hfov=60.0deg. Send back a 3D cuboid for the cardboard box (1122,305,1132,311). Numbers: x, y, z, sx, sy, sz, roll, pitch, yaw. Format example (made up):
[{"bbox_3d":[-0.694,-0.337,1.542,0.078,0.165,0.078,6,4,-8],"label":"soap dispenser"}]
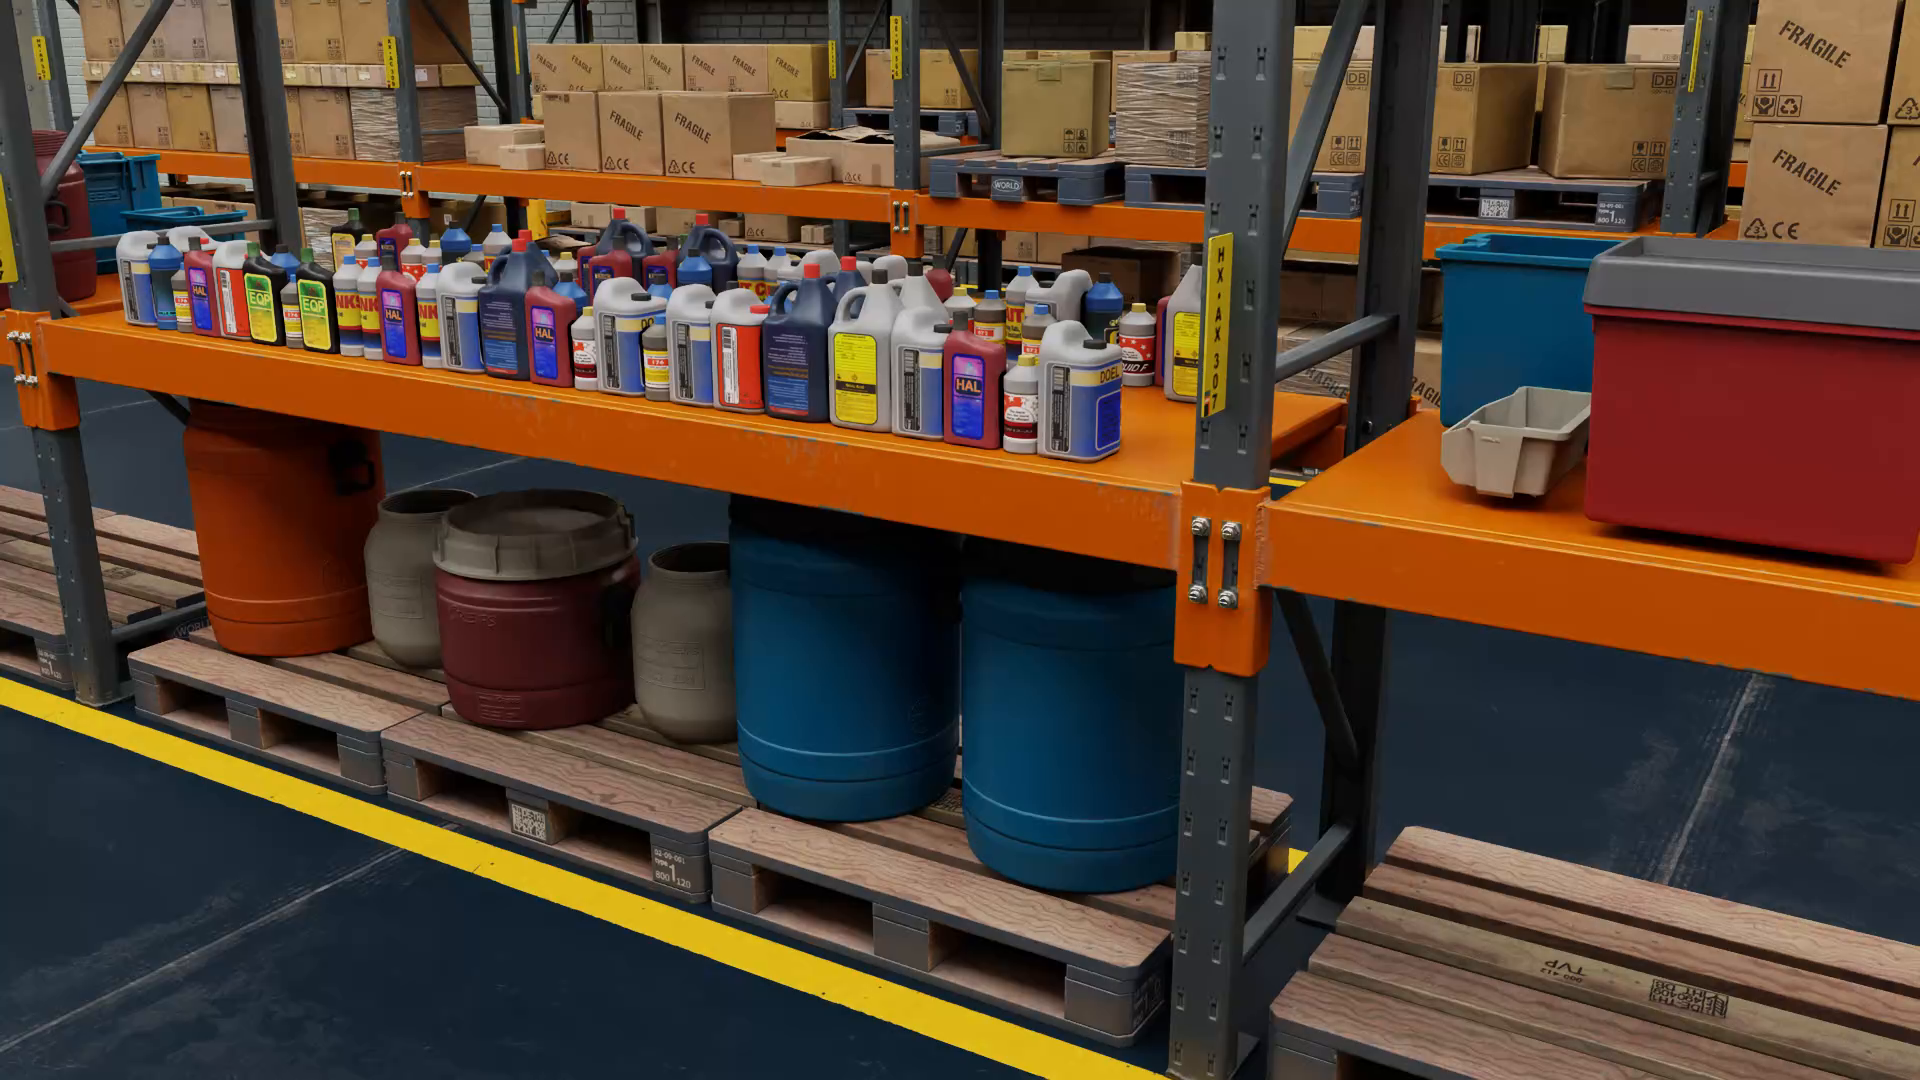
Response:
[{"bbox_3d":[0.632,-1.024,9.136,0.500,0.500,0.500,9,19,28],"label":"cardboard box"}]

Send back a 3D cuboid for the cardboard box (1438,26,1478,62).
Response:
[{"bbox_3d":[3.673,-3.725,12.474,0.500,0.250,0.500,10,20,30],"label":"cardboard box"}]

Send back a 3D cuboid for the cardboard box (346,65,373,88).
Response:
[{"bbox_3d":[-4.017,-3.221,11.537,0.250,0.149,0.380,10,19,29],"label":"cardboard box"}]

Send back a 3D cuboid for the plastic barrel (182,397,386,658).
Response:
[{"bbox_3d":[-2.225,-0.094,5.542,0.708,0.830,0.600,10,20,30],"label":"plastic barrel"}]

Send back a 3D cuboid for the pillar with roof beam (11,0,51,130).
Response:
[{"bbox_3d":[-15.712,-8.410,19.584,0.400,9.000,9.100,10,20,30],"label":"pillar with roof beam"}]

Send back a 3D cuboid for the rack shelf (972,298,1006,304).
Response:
[{"bbox_3d":[0.141,-0.925,7.010,0.480,0.148,0.258,10,20,30],"label":"rack shelf"}]

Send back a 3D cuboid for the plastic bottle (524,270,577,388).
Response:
[{"bbox_3d":[-1.021,-0.530,4.164,0.133,0.283,0.061,10,20,30],"label":"plastic bottle"}]

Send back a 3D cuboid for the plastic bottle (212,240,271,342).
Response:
[{"bbox_3d":[-2.057,-0.726,4.825,0.135,0.276,0.152,10,20,30],"label":"plastic bottle"}]

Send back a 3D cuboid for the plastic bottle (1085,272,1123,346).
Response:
[{"bbox_3d":[0.364,-0.542,4.224,0.097,0.271,0.097,0,17,0],"label":"plastic bottle"}]

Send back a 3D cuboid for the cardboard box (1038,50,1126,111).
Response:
[{"bbox_3d":[1.055,-3.967,14.351,0.500,0.500,0.700,10,20,30],"label":"cardboard box"}]

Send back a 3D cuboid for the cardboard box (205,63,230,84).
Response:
[{"bbox_3d":[-5.341,-3.456,12.310,0.250,0.149,0.380,10,20,31],"label":"cardboard box"}]

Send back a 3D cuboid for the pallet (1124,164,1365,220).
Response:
[{"bbox_3d":[1.605,-1.842,8.613,1.213,0.211,1.003,10,20,30],"label":"pallet"}]

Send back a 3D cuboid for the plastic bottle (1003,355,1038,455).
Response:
[{"bbox_3d":[0.140,-0.289,3.514,0.097,0.201,0.097,0,17,0],"label":"plastic bottle"}]

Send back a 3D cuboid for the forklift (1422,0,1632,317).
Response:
[{"bbox_3d":[3.306,-2.494,10.547,1.130,2.935,3.031,-8,19,-25],"label":"forklift"}]

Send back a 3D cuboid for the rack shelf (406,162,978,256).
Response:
[{"bbox_3d":[-1.759,-2.188,10.662,4.000,0.370,1.077,10,20,30],"label":"rack shelf"}]

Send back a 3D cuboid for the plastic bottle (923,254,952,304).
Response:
[{"bbox_3d":[-0.088,-0.634,4.509,0.133,0.283,0.061,10,20,30],"label":"plastic bottle"}]

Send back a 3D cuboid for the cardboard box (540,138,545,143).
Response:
[{"bbox_3d":[-2.618,-2.684,11.288,0.258,0.266,0.396,10,19,29],"label":"cardboard box"}]

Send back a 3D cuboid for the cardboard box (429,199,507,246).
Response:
[{"bbox_3d":[-3.695,-2.229,12.276,0.500,0.500,0.500,10,20,30],"label":"cardboard box"}]

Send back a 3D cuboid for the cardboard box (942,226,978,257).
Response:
[{"bbox_3d":[0.228,-2.904,15.326,0.500,0.500,0.700,10,19,29],"label":"cardboard box"}]

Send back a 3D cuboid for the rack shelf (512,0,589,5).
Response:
[{"bbox_3d":[-2.579,-5.459,16.269,4.000,0.370,1.077,10,20,30],"label":"rack shelf"}]

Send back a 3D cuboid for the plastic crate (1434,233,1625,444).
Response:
[{"bbox_3d":[1.334,-0.428,3.554,0.575,0.384,0.392,10,20,30],"label":"plastic crate"}]

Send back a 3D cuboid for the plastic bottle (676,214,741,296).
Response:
[{"bbox_3d":[-0.724,-0.766,4.826,0.185,0.351,0.144,10,20,30],"label":"plastic bottle"}]

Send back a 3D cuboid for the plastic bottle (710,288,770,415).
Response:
[{"bbox_3d":[-0.488,-0.446,3.903,0.135,0.276,0.152,10,20,30],"label":"plastic bottle"}]

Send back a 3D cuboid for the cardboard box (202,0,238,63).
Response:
[{"bbox_3d":[-5.128,-3.800,12.326,0.500,0.500,0.700,10,20,30],"label":"cardboard box"}]

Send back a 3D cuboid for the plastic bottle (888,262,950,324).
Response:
[{"bbox_3d":[-0.121,-0.464,3.834,0.185,0.351,0.144,10,20,30],"label":"plastic bottle"}]

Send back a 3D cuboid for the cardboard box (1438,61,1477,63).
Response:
[{"bbox_3d":[3.678,-3.360,12.565,0.500,0.500,0.500,10,20,30],"label":"cardboard box"}]

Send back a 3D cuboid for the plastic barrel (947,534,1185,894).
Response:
[{"bbox_3d":[0.303,0.323,4.046,0.708,0.901,0.600,10,20,30],"label":"plastic barrel"}]

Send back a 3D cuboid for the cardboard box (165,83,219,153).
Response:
[{"bbox_3d":[-5.611,-3.263,12.790,0.500,0.500,0.700,10,20,30],"label":"cardboard box"}]

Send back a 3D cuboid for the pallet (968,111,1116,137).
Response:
[{"bbox_3d":[0.826,-3.655,14.582,1.213,0.211,1.003,10,20,30],"label":"pallet"}]

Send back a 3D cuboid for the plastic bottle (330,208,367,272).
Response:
[{"bbox_3d":[-2.083,-0.990,5.681,0.133,0.283,0.061,10,20,30],"label":"plastic bottle"}]

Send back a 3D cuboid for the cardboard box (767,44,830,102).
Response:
[{"bbox_3d":[-1.439,-4.356,15.494,0.500,0.500,0.500,10,20,30],"label":"cardboard box"}]

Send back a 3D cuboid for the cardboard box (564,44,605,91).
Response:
[{"bbox_3d":[-3.617,-4.744,16.773,0.500,0.500,0.500,10,20,30],"label":"cardboard box"}]

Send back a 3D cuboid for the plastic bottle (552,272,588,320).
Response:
[{"bbox_3d":[-0.995,-0.546,4.239,0.097,0.271,0.097,0,17,0],"label":"plastic bottle"}]

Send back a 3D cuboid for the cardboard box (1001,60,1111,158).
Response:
[{"bbox_3d":[0.541,-2.409,9.257,0.500,0.500,0.700,4,17,12],"label":"cardboard box"}]

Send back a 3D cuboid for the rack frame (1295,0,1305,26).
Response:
[{"bbox_3d":[2.534,-3.456,13.596,0.127,3.000,1.000,10,20,30],"label":"rack frame"}]

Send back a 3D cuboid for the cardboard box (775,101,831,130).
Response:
[{"bbox_3d":[-1.436,-3.999,15.608,0.500,0.250,0.500,10,20,30],"label":"cardboard box"}]

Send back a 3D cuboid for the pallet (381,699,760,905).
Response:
[{"bbox_3d":[-0.921,0.628,4.952,1.213,0.211,1.003,10,20,30],"label":"pallet"}]

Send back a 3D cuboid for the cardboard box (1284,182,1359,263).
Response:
[{"bbox_3d":[3.092,-2.484,13.373,0.750,0.750,0.750,10,19,29],"label":"cardboard box"}]

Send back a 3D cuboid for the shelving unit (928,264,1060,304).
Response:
[{"bbox_3d":[0.141,-0.549,7.124,0.503,1.200,0.258,10,20,30],"label":"shelving unit"}]

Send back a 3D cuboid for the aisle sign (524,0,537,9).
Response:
[{"bbox_3d":[-4.501,-5.853,17.016,0.004,0.787,0.394,10,20,30],"label":"aisle sign"}]

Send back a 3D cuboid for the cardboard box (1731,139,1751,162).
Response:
[{"bbox_3d":[5.507,-2.718,11.565,0.250,0.149,0.380,10,20,31],"label":"cardboard box"}]

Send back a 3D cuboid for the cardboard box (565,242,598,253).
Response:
[{"bbox_3d":[-2.522,-1.922,11.591,0.500,0.311,0.500,11,20,32],"label":"cardboard box"}]

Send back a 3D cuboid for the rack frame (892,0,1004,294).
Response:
[{"bbox_3d":[-0.055,-2.228,9.556,0.127,3.000,1.000,10,20,30],"label":"rack frame"}]

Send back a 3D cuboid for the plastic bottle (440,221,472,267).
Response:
[{"bbox_3d":[-1.631,-0.898,5.397,0.097,0.271,0.097,0,17,0],"label":"plastic bottle"}]

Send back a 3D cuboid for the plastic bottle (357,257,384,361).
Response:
[{"bbox_3d":[-1.579,-0.630,4.514,0.097,0.271,0.097,0,17,0],"label":"plastic bottle"}]

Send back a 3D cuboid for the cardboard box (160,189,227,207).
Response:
[{"bbox_3d":[-6.104,-2.477,13.092,0.500,0.500,0.500,10,20,30],"label":"cardboard box"}]

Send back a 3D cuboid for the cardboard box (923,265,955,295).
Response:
[{"bbox_3d":[-0.348,-1.534,10.314,0.500,0.311,0.500,11,20,32],"label":"cardboard box"}]

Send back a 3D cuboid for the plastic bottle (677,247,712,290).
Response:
[{"bbox_3d":[-0.750,-0.691,4.717,0.097,0.271,0.097,0,17,0],"label":"plastic bottle"}]

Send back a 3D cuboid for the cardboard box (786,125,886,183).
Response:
[{"bbox_3d":[-0.716,-2.370,10.174,0.500,0.311,0.500,10,19,29],"label":"cardboard box"}]

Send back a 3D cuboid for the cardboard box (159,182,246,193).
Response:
[{"bbox_3d":[-6.259,-2.681,13.765,0.500,0.500,0.500,10,20,30],"label":"cardboard box"}]

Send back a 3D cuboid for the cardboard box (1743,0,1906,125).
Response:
[{"bbox_3d":[3.608,-2.005,6.927,0.500,0.500,0.500,11,20,31],"label":"cardboard box"}]

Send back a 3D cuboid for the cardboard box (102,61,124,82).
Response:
[{"bbox_3d":[-6.424,-3.651,12.951,0.250,0.149,0.380,10,19,29],"label":"cardboard box"}]

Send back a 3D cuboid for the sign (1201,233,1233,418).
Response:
[{"bbox_3d":[0.468,-0.390,3.028,0.005,0.325,0.100,10,20,30],"label":"sign"}]

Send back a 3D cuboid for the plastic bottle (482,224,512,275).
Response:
[{"bbox_3d":[-1.465,-0.868,5.300,0.097,0.271,0.097,0,17,0],"label":"plastic bottle"}]

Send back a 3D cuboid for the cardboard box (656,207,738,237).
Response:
[{"bbox_3d":[-2.656,-3.349,16.788,0.500,0.500,0.700,9,19,27],"label":"cardboard box"}]

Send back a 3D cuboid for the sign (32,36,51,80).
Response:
[{"bbox_3d":[-7.168,-3.761,12.975,0.005,0.325,0.100,10,20,30],"label":"sign"}]

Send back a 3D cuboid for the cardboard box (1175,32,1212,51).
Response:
[{"bbox_3d":[1.943,-4.115,13.721,0.250,0.149,0.380,7,18,21],"label":"cardboard box"}]
